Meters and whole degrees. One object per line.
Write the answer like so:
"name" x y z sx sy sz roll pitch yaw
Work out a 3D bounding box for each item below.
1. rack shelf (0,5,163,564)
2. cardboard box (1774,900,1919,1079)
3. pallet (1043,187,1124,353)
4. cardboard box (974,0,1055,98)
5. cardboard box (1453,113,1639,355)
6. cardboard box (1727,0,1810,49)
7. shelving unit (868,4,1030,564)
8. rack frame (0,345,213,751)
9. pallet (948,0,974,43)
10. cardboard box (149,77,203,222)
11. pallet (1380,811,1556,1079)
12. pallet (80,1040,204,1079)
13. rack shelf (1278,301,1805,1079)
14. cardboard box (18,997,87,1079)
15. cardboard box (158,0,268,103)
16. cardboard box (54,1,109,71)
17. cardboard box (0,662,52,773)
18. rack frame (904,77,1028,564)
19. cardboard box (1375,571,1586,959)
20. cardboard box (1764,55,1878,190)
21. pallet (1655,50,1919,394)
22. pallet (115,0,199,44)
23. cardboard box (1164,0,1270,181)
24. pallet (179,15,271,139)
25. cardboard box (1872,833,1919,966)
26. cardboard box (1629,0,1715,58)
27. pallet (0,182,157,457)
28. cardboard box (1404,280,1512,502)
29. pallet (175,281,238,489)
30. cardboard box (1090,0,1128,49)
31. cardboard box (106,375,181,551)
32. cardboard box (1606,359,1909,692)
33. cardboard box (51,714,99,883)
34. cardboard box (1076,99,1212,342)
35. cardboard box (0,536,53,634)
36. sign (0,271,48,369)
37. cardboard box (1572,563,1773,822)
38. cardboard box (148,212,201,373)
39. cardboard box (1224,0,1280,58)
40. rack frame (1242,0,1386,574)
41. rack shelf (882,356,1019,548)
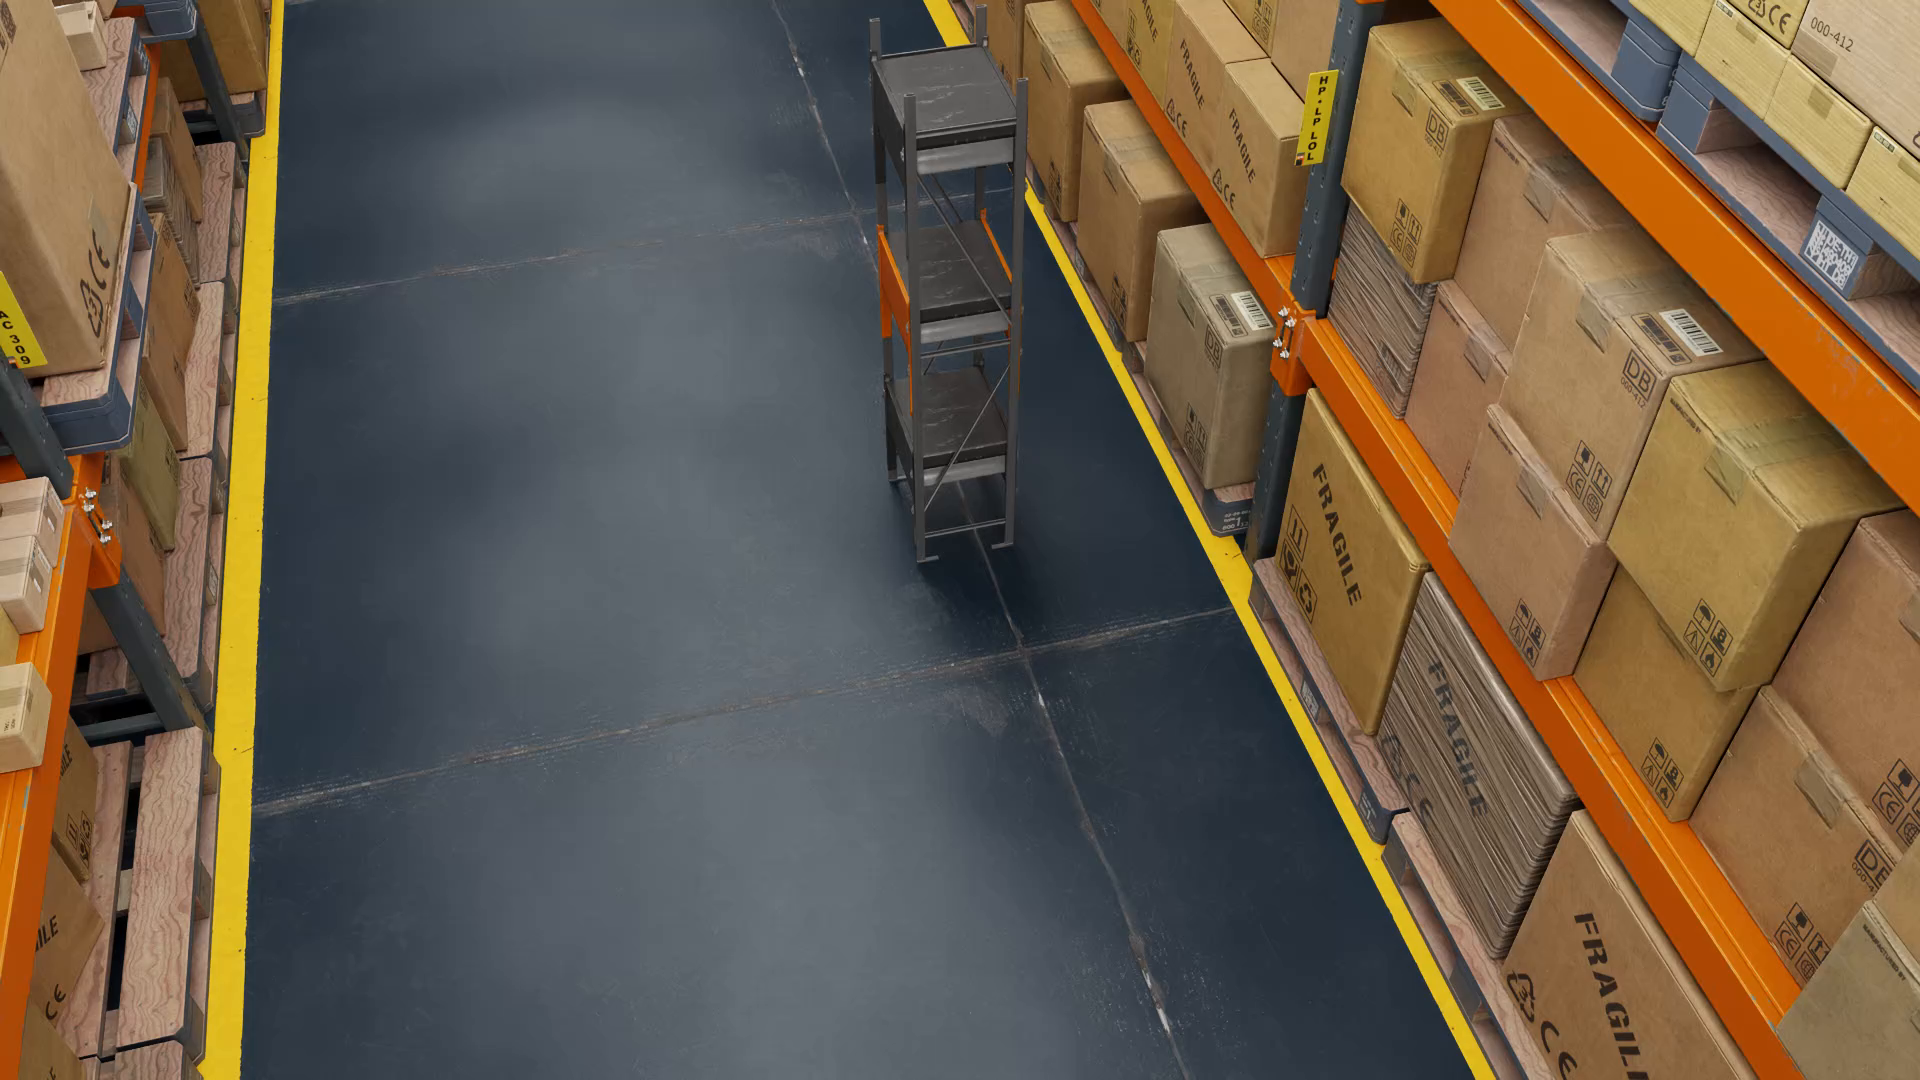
"rack shelf" -3.698 -1.332 6.459 1.077 0.370 4.000 -11 47 -10
"cardboard box" 2.358 1.046 3.520 0.875 0.550 0.550 -11 47 -10
"pallet" 1.049 -1.427 8.000 1.003 0.211 1.213 -11 47 -10
"cardboard box" 0.680 -2.724 8.601 1.050 0.750 0.750 -11 47 -11
"cardboard box" 1.949 -0.851 4.623 0.875 0.550 0.550 -11 47 -10
"cardboard box" 1.750 -1.238 3.296 0.500 0.250 0.500 -11 47 -11
"shelving unit" -0.042 -0.849 6.112 0.431 2.100 0.503 -11 47 -10
"rack frame" -3.186 -0.203 4.848 1.000 3.000 0.127 -11 47 -10
"pallet" 0.412 -3.365 9.900 1.003 0.211 1.213 -11 47 -10
"cardboard box" -4.019 -1.785 7.841 0.700 0.500 0.500 -13 47 -12
"pallet" 2.070 1.319 5.309 1.003 0.211 1.213 -11 47 -10
"pallet" -2.664 2.074 4.569 1.003 0.211 1.213 -11 47 -10
"rack shelf" 2.147 0.593 4.573 1.077 0.370 4.000 -11 47 -10
"cardboard box" -2.733 1.617 4.521 0.500 0.500 0.500 -15 47 -14
"cardboard box" -4.366 -2.848 8.634 1.225 0.875 0.875 -13 47 -12
"cardboard box" -3.522 -1.962 6.373 0.396 0.266 0.258 -12 47 -11
"cardboard box" -2.614 0.490 4.345 0.380 0.149 0.250 -11 47 -10
"rack frame" 0.020 -0.681 5.947 0.400 2.100 0.015 -11 47 -10
"cardboard box" 1.963 0.625 5.230 0.875 0.875 0.875 -10 46 -10
"cardboard box" 1.789 -0.820 3.165 0.380 0.149 0.250 -10 46 -10
"pallet" 2.143 -0.651 3.250 1.003 0.211 1.213 -11 47 -10
"pallet" -3.924 -2.425 7.160 1.213 0.211 1.003 -11 47 -10
"cardboard box" 1.114 -1.735 6.280 0.500 0.500 0.500 -11 47 -11
"pallet" -4.339 -2.546 9.098 1.003 0.211 1.213 -11 47 -10
"cardboard box" 2.371 0.665 3.137 0.875 0.550 0.550 -11 47 -10
"cardboard box" 1.662 -1.168 3.506 0.380 0.149 0.250 -11 47 -11
"pallet" -3.241 -0.690 5.460 1.003 0.211 1.213 -11 47 -10
"cardboard box" 1.904 -0.464 5.000 0.875 0.550 0.550 -11 47 -10
"pallet" -3.702 -0.608 7.198 1.003 0.211 1.213 -11 47 -10
"cardboard box" 0.852 -2.434 6.965 0.500 0.500 0.500 -11 47 -11
"cardboard box" -3.426 -0.242 6.330 0.700 0.500 0.500 -11 47 -11
"cardboard box" 2.098 -0.088 3.875 0.875 0.550 0.500 -11 47 -10
"cardboard box" -3.122 0.809 5.313 0.500 0.500 0.500 -12 47 -12
"cardboard box" 1.146 -1.478 7.380 1.050 0.750 0.750 -11 47 -10
"cardboard box" -2.792 0.154 4.675 0.380 0.149 0.250 -11 47 -10
"sign" -2.663 -0.610 4.642 0.100 0.325 0.005 -11 47 -10
"cardboard box" 2.161 0.278 4.273 0.875 0.550 0.500 -11 47 -10
"cardboard box" -3.713 -1.014 7.085 0.700 0.500 0.500 -7 46 -7
"cardboard box" 1.368 -2.121 5.959 0.700 0.500 0.500 -11 47 -11
"rack frame" 1.635 -1.040 5.669 1.000 3.000 0.127 -11 47 -10
"rack shelf" -0.042 -0.350 6.622 0.431 0.518 0.480 -11 47 -10
